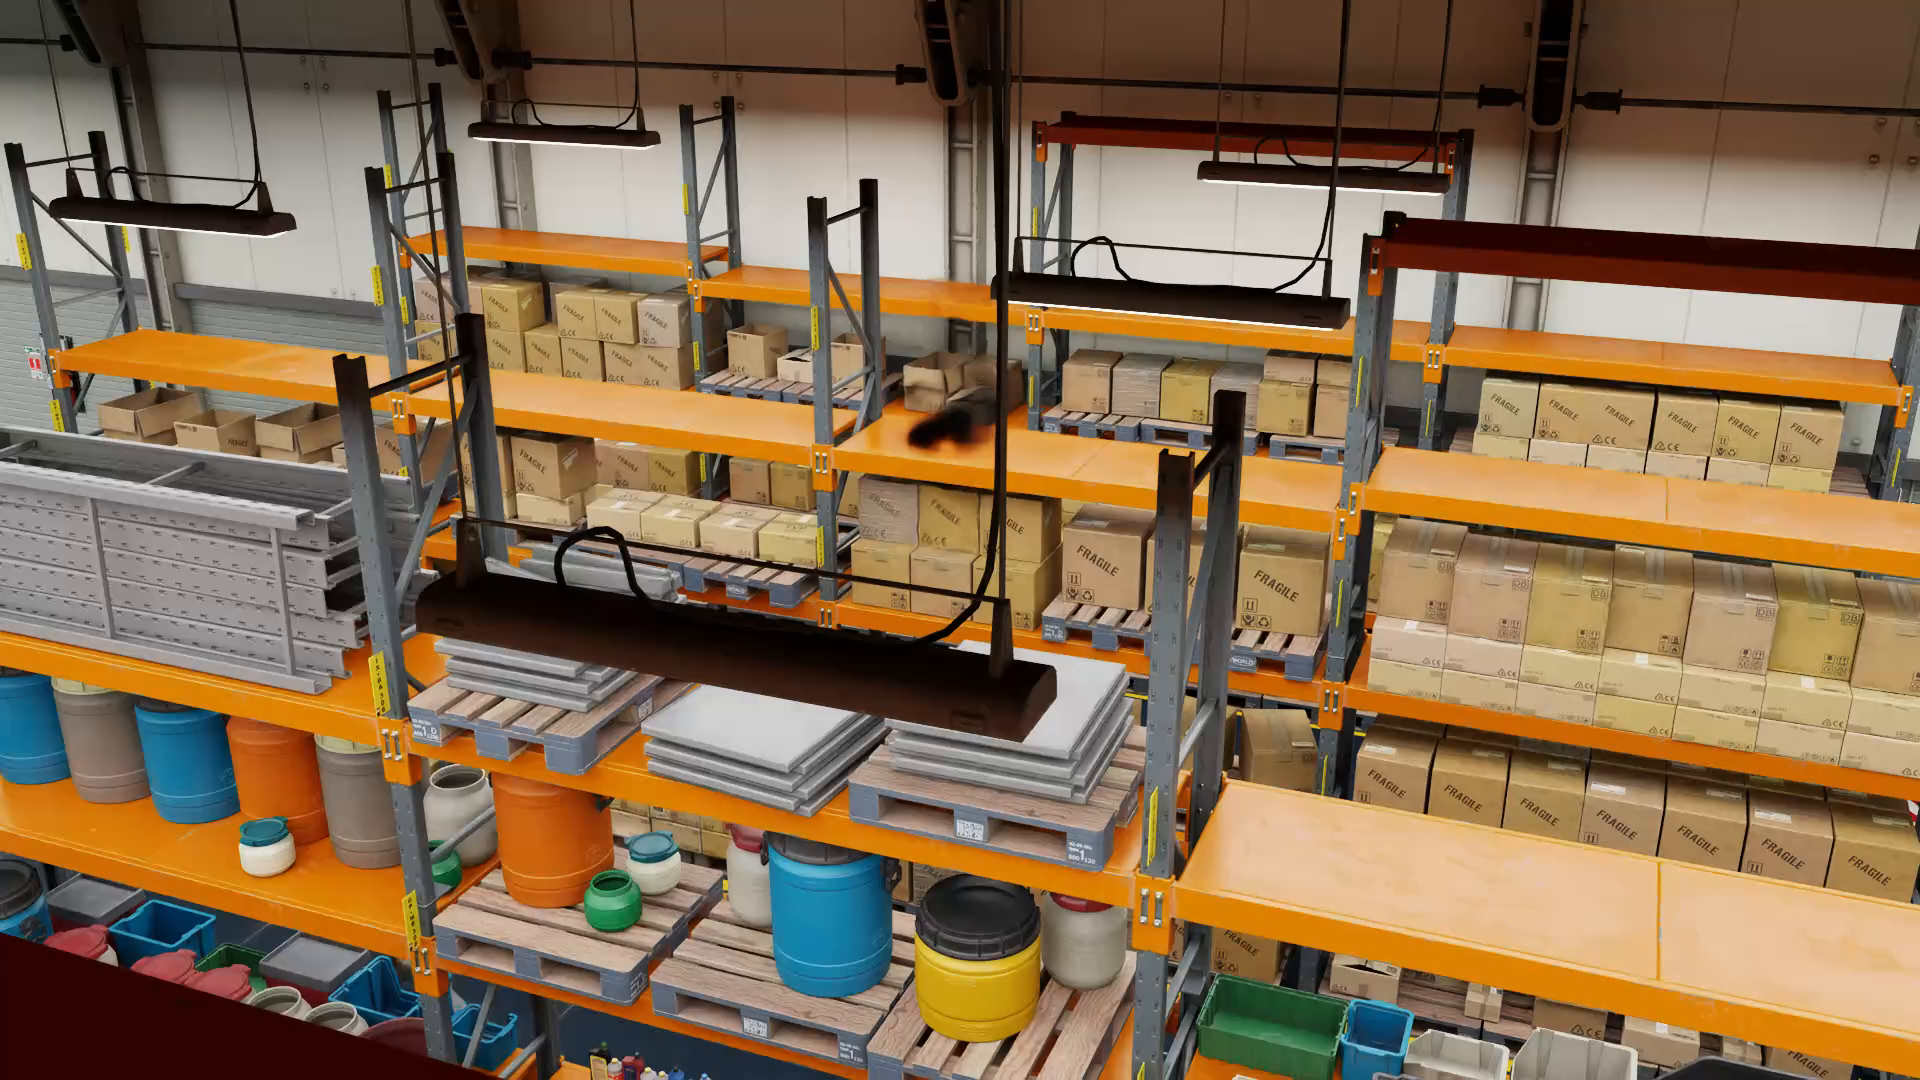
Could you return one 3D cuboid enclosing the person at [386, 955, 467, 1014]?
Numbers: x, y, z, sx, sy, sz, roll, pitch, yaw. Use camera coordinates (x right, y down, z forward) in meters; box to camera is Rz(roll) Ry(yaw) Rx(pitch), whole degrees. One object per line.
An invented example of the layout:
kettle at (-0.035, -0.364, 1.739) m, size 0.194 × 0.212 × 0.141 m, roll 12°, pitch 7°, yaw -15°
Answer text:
person at (-3.968, 3.021, 12.086) m, size 0.862 × 1.709 × 0.582 m, roll 10°, pitch 23°, yaw 25°
